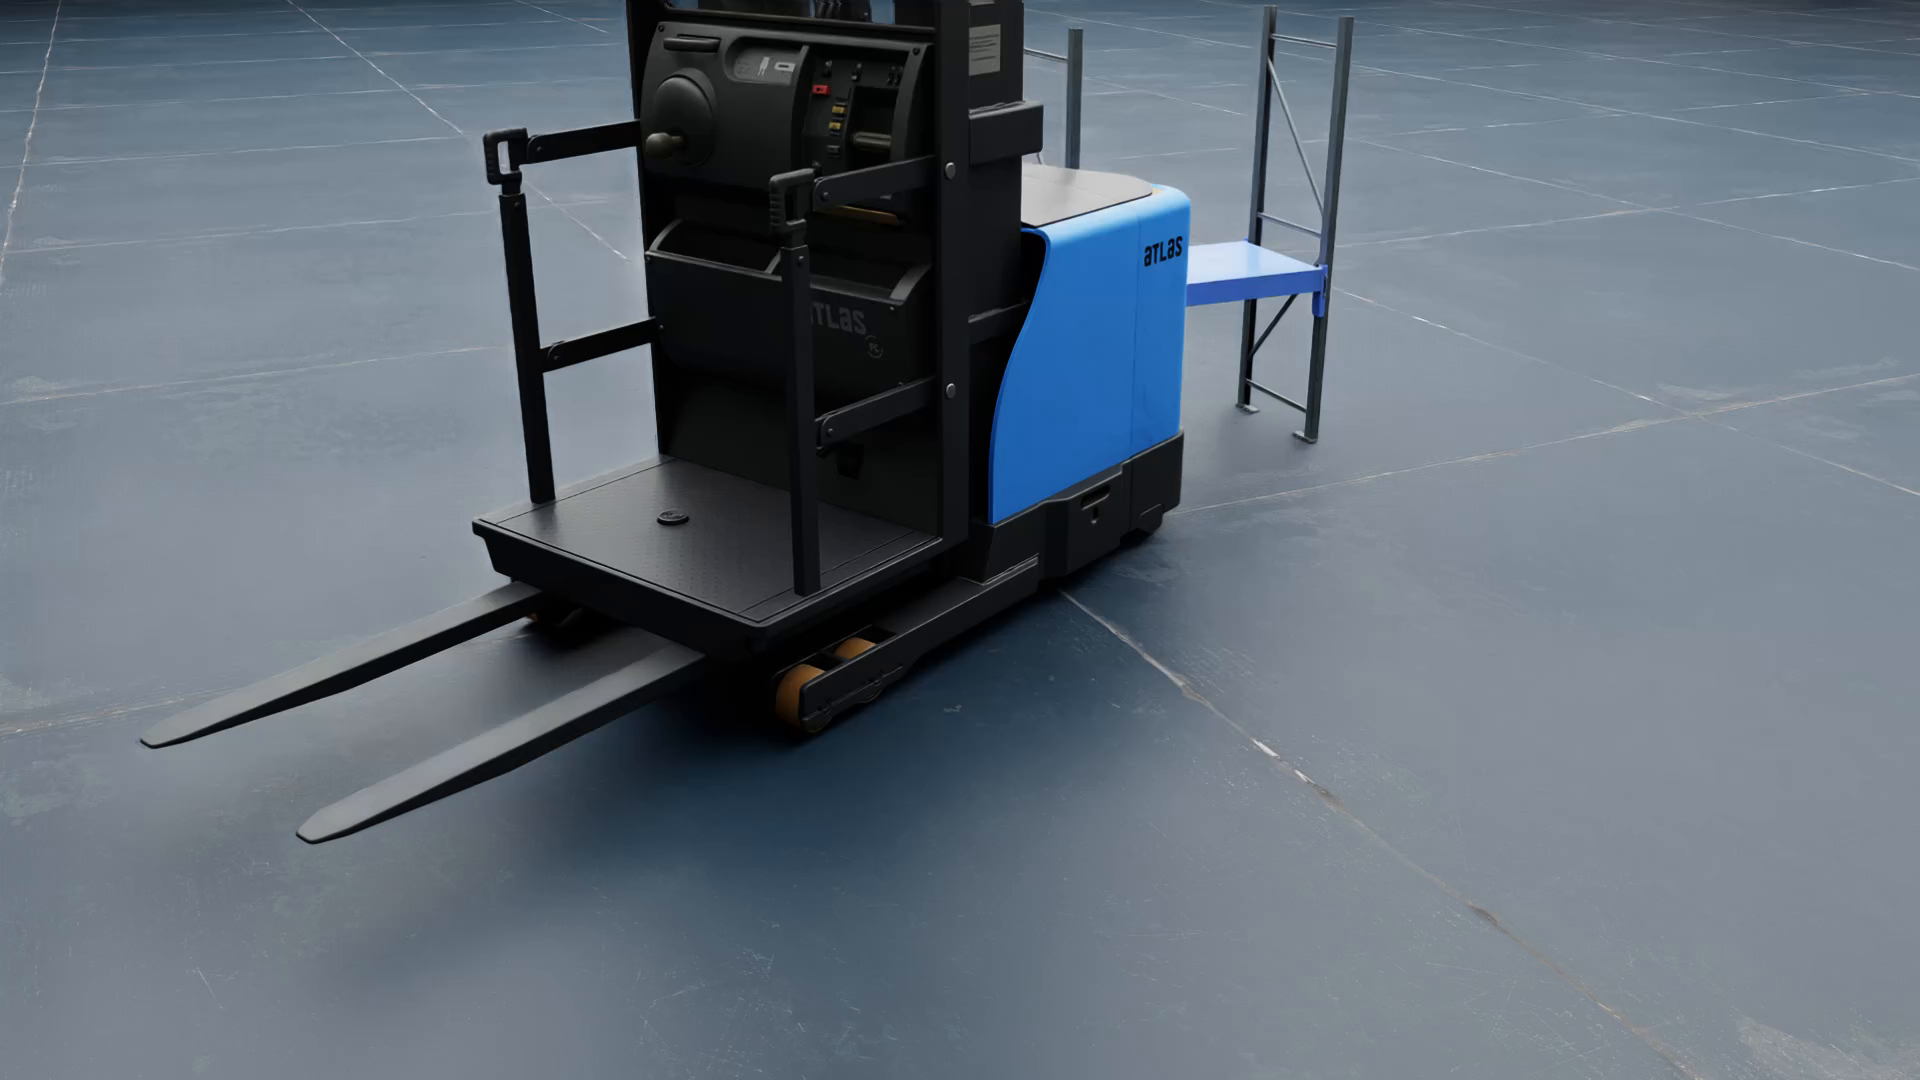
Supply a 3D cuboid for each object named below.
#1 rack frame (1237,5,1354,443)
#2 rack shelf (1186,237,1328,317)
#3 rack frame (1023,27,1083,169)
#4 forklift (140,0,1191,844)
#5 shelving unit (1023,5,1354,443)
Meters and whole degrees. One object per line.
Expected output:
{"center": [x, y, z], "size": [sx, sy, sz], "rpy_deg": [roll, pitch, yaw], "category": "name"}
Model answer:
{"center": [1.203, -1.139, 6.041], "size": [0.032, 1.500, 0.500], "rpy_deg": [-9, 24, -22], "category": "rack frame"}
{"center": [0.737, -0.896, 5.923], "size": [1.000, 0.185, 0.538], "rpy_deg": [-9, 24, -22], "category": "rack shelf"}
{"center": [0.270, -0.984, 5.667], "size": [0.032, 1.500, 0.500], "rpy_deg": [-9, 24, -22], "category": "rack frame"}
{"center": [-0.593, -1.092, 4.056], "size": [1.130, 2.935, 3.031], "rpy_deg": [17, 28, 35], "category": "forklift"}
{"center": [0.737, -1.062, 5.854], "size": [1.048, 1.500, 0.538], "rpy_deg": [-9, 24, -22], "category": "shelving unit"}
